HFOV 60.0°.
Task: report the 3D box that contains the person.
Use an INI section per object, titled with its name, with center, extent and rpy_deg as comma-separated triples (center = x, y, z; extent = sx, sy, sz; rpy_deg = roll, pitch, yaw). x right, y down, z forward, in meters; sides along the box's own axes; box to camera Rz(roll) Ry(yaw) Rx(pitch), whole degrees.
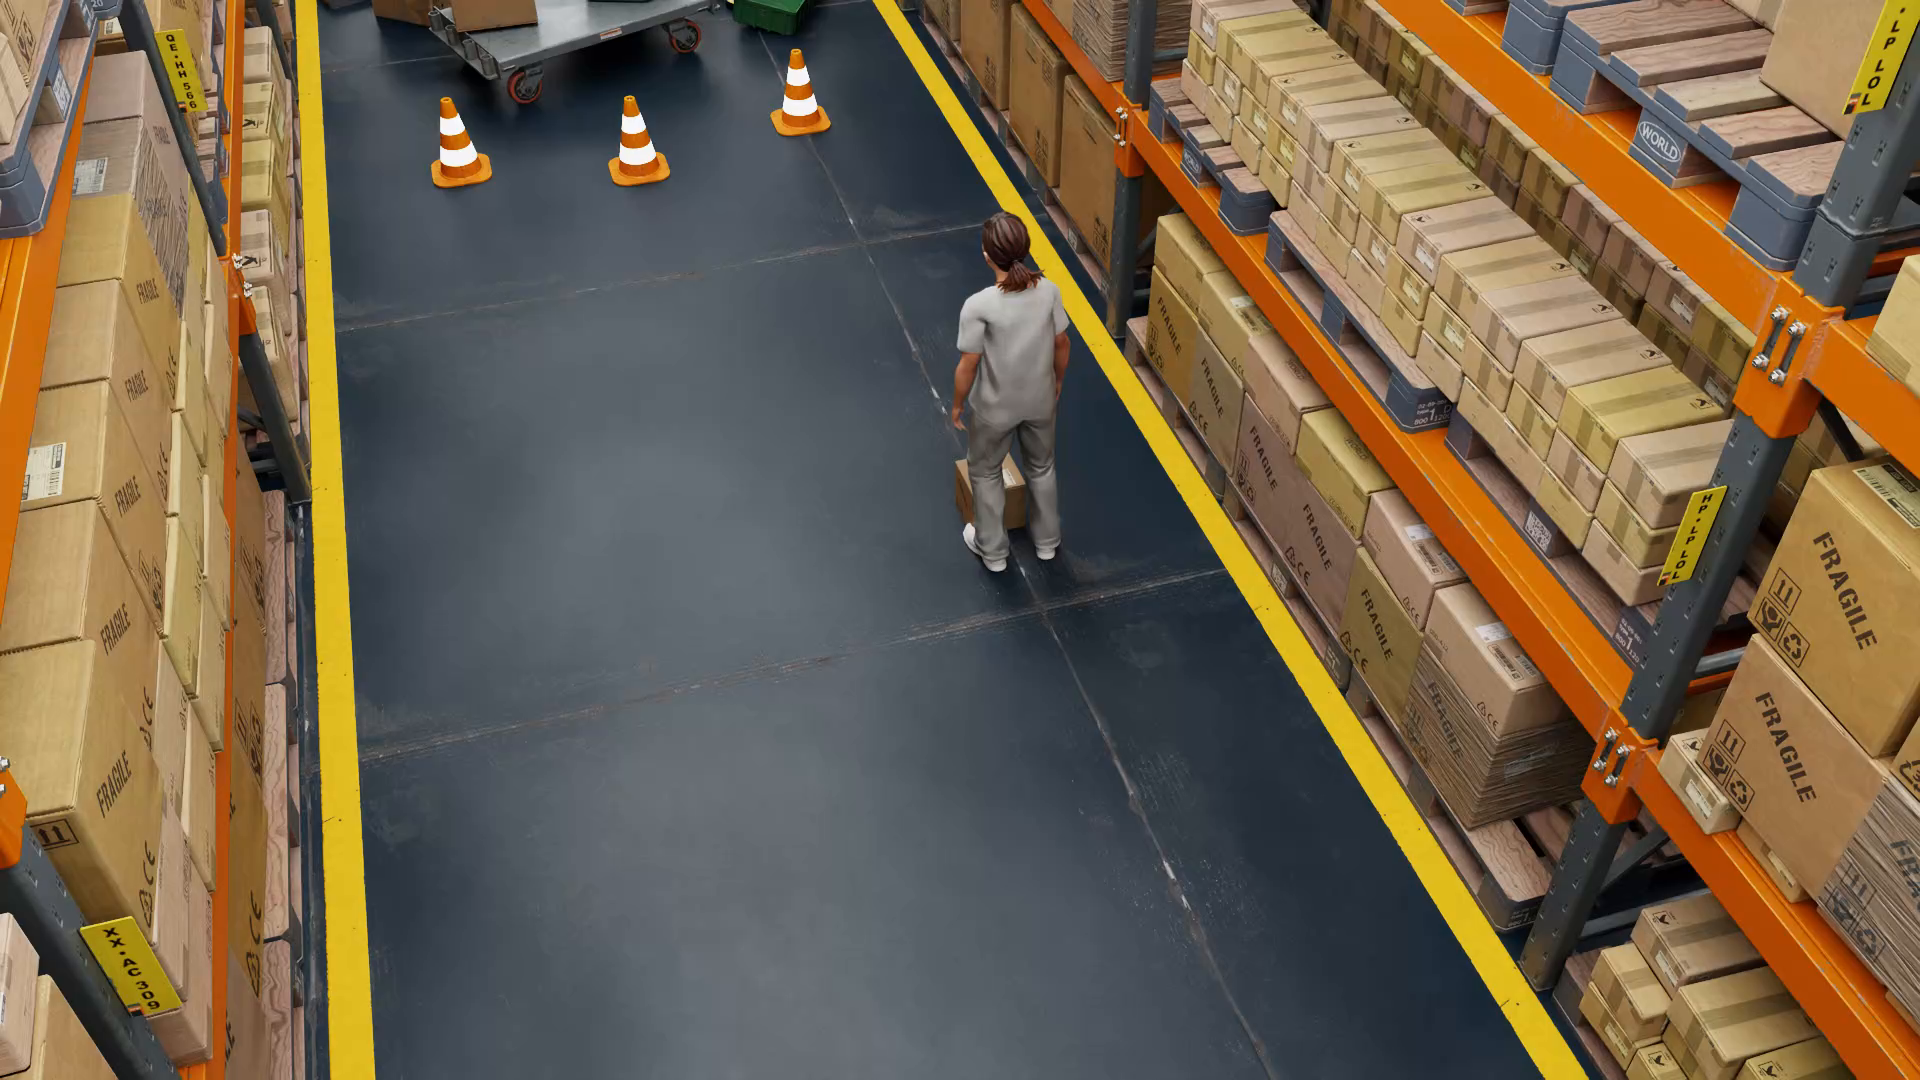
[person]
center = 0.212, -0.575, 6.791
extent = 0.513, 1.673, 0.355
rpy_deg = -14, 44, -15
